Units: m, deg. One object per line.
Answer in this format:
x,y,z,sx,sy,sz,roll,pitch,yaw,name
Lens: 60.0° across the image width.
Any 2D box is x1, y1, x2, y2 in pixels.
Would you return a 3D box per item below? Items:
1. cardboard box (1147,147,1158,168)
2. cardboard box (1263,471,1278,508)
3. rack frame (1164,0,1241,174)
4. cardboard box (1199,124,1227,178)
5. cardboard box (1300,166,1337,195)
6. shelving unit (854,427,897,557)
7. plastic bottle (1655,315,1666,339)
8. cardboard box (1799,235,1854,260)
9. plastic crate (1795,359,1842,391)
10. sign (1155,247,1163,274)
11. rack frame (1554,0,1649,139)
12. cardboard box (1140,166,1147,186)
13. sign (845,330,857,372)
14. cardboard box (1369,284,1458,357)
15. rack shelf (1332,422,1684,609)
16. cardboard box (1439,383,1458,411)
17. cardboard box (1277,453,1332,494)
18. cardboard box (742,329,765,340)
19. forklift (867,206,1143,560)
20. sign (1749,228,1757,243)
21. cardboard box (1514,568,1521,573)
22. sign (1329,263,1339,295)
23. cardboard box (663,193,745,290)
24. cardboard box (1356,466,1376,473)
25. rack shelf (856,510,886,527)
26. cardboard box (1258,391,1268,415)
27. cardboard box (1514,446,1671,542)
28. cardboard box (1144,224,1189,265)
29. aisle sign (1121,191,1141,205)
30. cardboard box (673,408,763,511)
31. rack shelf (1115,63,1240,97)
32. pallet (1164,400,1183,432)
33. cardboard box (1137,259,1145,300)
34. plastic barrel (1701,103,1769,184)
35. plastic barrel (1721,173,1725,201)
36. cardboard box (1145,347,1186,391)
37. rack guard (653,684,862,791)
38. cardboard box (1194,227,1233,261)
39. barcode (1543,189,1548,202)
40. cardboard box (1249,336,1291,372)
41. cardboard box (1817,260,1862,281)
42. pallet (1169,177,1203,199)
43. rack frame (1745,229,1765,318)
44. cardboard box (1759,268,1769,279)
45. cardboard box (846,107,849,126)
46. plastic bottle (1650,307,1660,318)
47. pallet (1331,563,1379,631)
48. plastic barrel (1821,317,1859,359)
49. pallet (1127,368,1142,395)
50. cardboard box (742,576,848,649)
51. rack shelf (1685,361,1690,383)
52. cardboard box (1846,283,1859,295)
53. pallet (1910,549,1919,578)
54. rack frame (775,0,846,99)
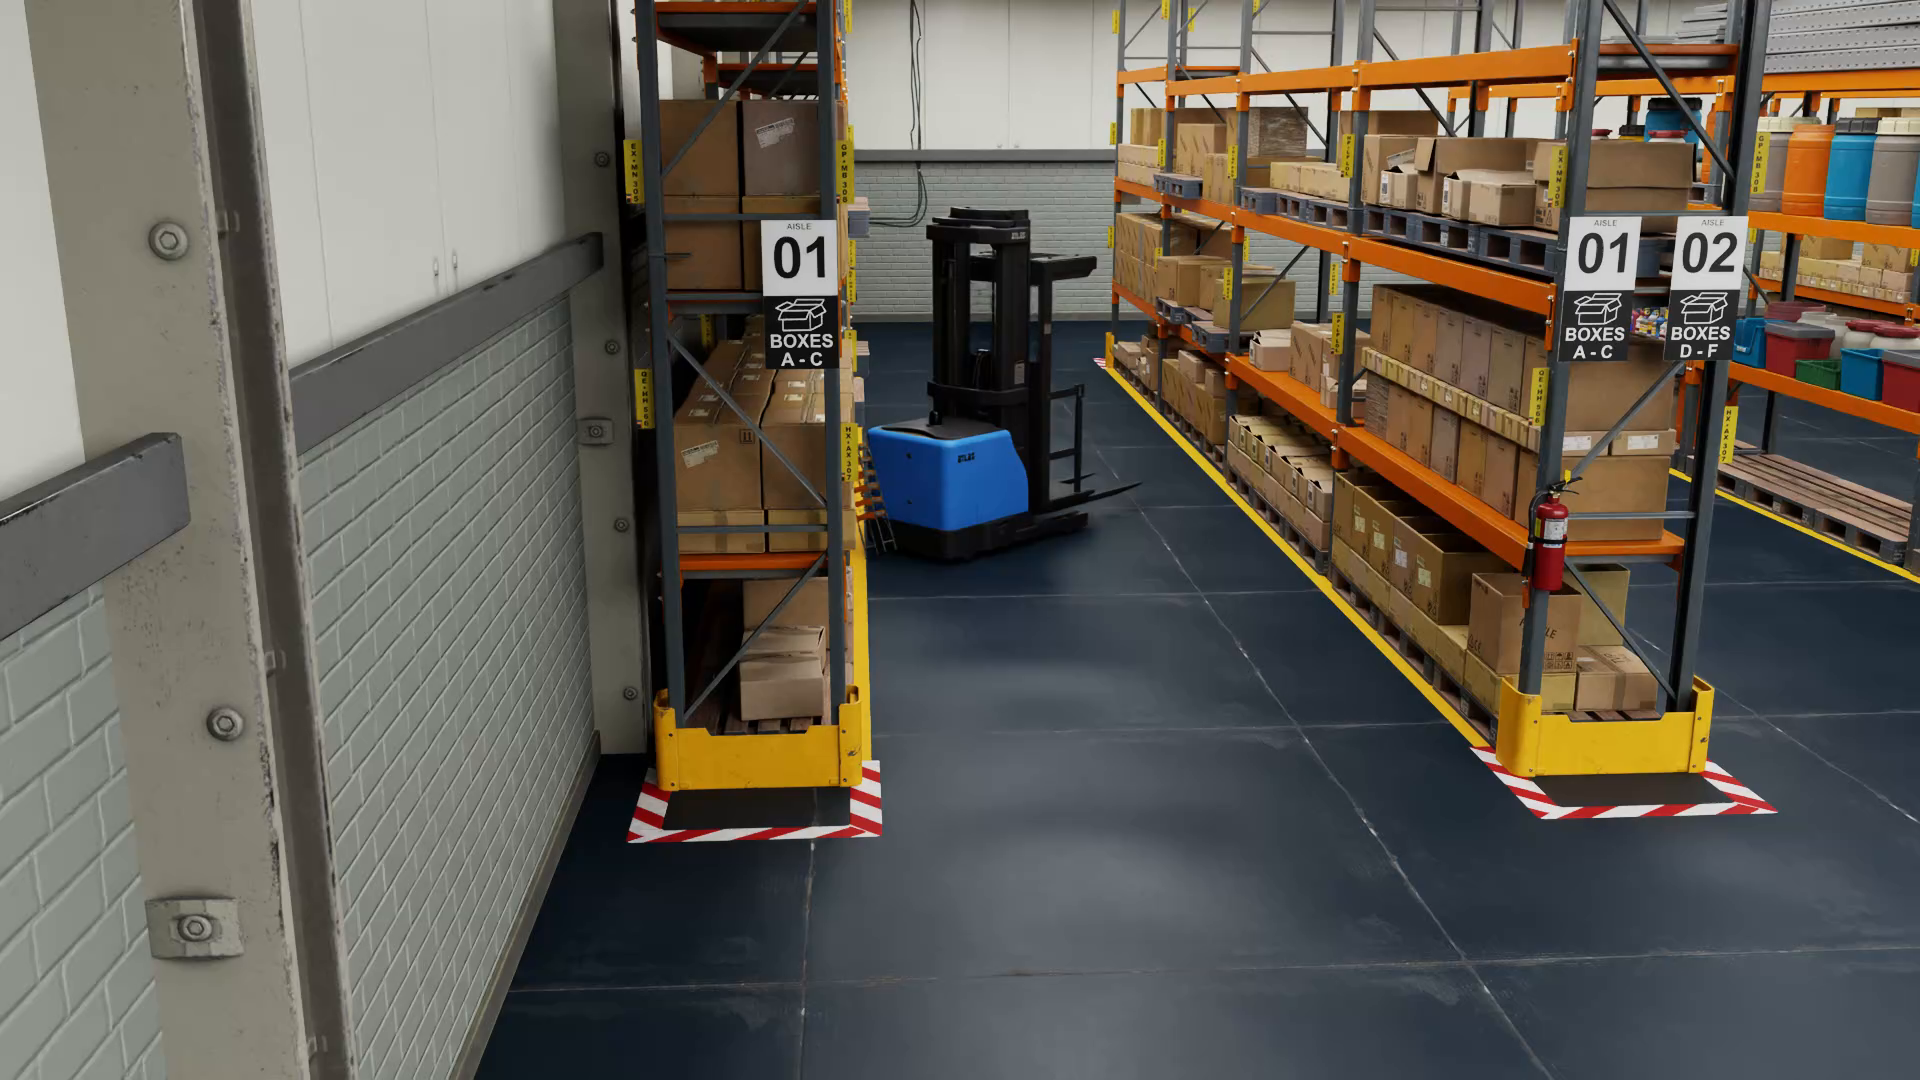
2.720,-4.980,21.639,0.500,0.250,0.500,-1,14,-3,cardboard box
3.138,-0.477,15.535,0.500,0.250,0.500,-1,14,-2,cardboard box
3.049,-6.022,20.371,1.000,3.000,0.127,-1,14,-3,rack frame
3.092,-4.411,18.887,0.600,0.600,0.600,-1,15,-6,cardboard box
3.456,-3.321,15.351,0.500,0.250,0.500,-1,14,-5,cardboard box
-0.833,-0.465,14.381,0.189,1.200,0.258,-16,-2,23,shelving unit
7.775,-2.364,18.451,0.097,0.271,0.097,0,14,0,plastic bottle
12.518,-4.321,24.000,0.500,0.500,0.500,-1,14,-5,cardboard box
8.099,-1.529,15.373,0.450,0.188,0.662,-1,14,-3,plastic crate
2.508,-3.525,20.971,0.100,0.325,0.005,-1,14,-3,sign
7.993,-6.097,20.665,1.000,3.000,0.127,-1,14,-3,rack frame
2.693,-4.862,22.185,0.500,0.250,0.500,-1,14,-3,cardboard box
-0.858,-1.479,13.017,0.100,0.325,0.005,-1,14,-3,sign
3.578,-1.693,12.783,0.700,0.500,0.500,-1,14,-3,cardboard box
3.668,-0.281,11.543,1.077,0.370,4.000,-1,14,-3,rack shelf
3.480,-0.972,11.283,0.380,0.149,0.250,-1,14,-4,cardboard box
3.166,-0.620,14.966,0.500,0.311,0.500,-1,14,-4,cardboard box
-1.397,-1.438,13.512,0.700,0.500,0.500,-1,14,-3,cardboard box
0.536,-1.548,15.159,1.130,2.935,3.031,13,19,41,forklift
12.134,-4.714,25.431,0.100,0.325,0.005,-1,14,-3,sign
3.904,0.248,11.214,0.500,0.500,0.500,-1,14,-3,cardboard box
3.850,-2.692,17.145,0.100,0.325,0.005,-1,14,-3,sign
-1.430,-1.665,9.218,0.500,0.500,0.500,0,14,1,cardboard box
3.742,-0.501,14.505,0.500,0.311,0.500,-1,14,-4,cardboard box
-0.759,-0.190,14.372,0.180,0.103,0.258,-16,-2,23,rack shelf
3.516,-1.372,18.472,0.500,0.500,0.500,-1,14,-5,cardboard box
3.776,-0.297,9.959,0.700,0.500,0.500,-1,14,-3,cardboard box
2.725,-3.898,21.950,0.500,0.500,0.500,-1,14,-5,cardboard box
2.504,-5.383,24.710,0.394,0.787,0.004,-1,14,-3,aisle sign
-1.393,-0.469,9.584,0.500,0.500,0.500,-1,14,-4,cardboard box
2.925,-6.169,22.395,1.077,0.370,4.000,-1,14,-3,rack shelf
3.137,-1.564,20.682,1.003,0.211,1.213,-1,14,-3,pallet
2.694,-3.541,22.569,0.500,0.500,0.500,-1,14,-2,cardboard box
8.208,-4.202,17.615,0.600,0.830,0.708,-1,14,-3,plastic barrel
7.954,-3.622,16.840,0.421,0.512,0.421,0,14,0,plastic barrel
2.730,-2.256,21.909,0.500,0.500,0.500,-1,14,-3,cardboard box
-1.156,1.137,9.604,1.175,0.500,0.348,-1,14,-3,rack guard
3.300,-3.771,21.454,0.500,0.500,0.500,-1,14,-2,cardboard box
3.292,-1.933,9.336,0.001,0.075,0.075,-1,14,-3,barcode
3.159,-1.853,16.387,0.500,0.311,0.500,-1,14,-4,cardboard box
12.553,-3.827,23.586,0.500,0.250,0.500,-1,14,-5,cardboard box
3.086,-4.057,19.132,1.213,0.211,1.003,-1,14,-3,pallet
12.688,-4.263,25.576,1.000,3.000,0.127,-1,14,-3,rack frame
12.381,-4.048,25.244,0.380,0.149,0.250,-1,14,-3,cardboard box
-1.659,-5.216,21.011,0.500,0.500,0.500,-1,14,-4,cardboard box
8.293,-2.723,19.847,0.097,0.271,0.097,0,14,0,plastic bottle
3.552,0.422,12.962,1.003,0.211,1.213,-1,14,-3,pallet
8.544,-1.894,16.143,0.421,0.512,0.421,0,14,0,plastic barrel
2.929,-2.241,23.312,1.003,0.211,1.213,-1,14,-3,pallet
-1.136,0.444,11.413,0.700,0.500,0.500,-2,15,-7,cardboard box
8.117,-2.346,19.569,1.077,0.370,4.000,-1,14,-3,rack shelf
12.526,-3.473,23.011,0.380,0.149,0.250,-1,14,-2,cardboard box
8.489,0.316,13.375,1.003,0.211,1.213,-1,14,-3,pallet
-2.143,-6.939,23.937,1.000,3.000,0.127,-1,14,-3,rack frame
